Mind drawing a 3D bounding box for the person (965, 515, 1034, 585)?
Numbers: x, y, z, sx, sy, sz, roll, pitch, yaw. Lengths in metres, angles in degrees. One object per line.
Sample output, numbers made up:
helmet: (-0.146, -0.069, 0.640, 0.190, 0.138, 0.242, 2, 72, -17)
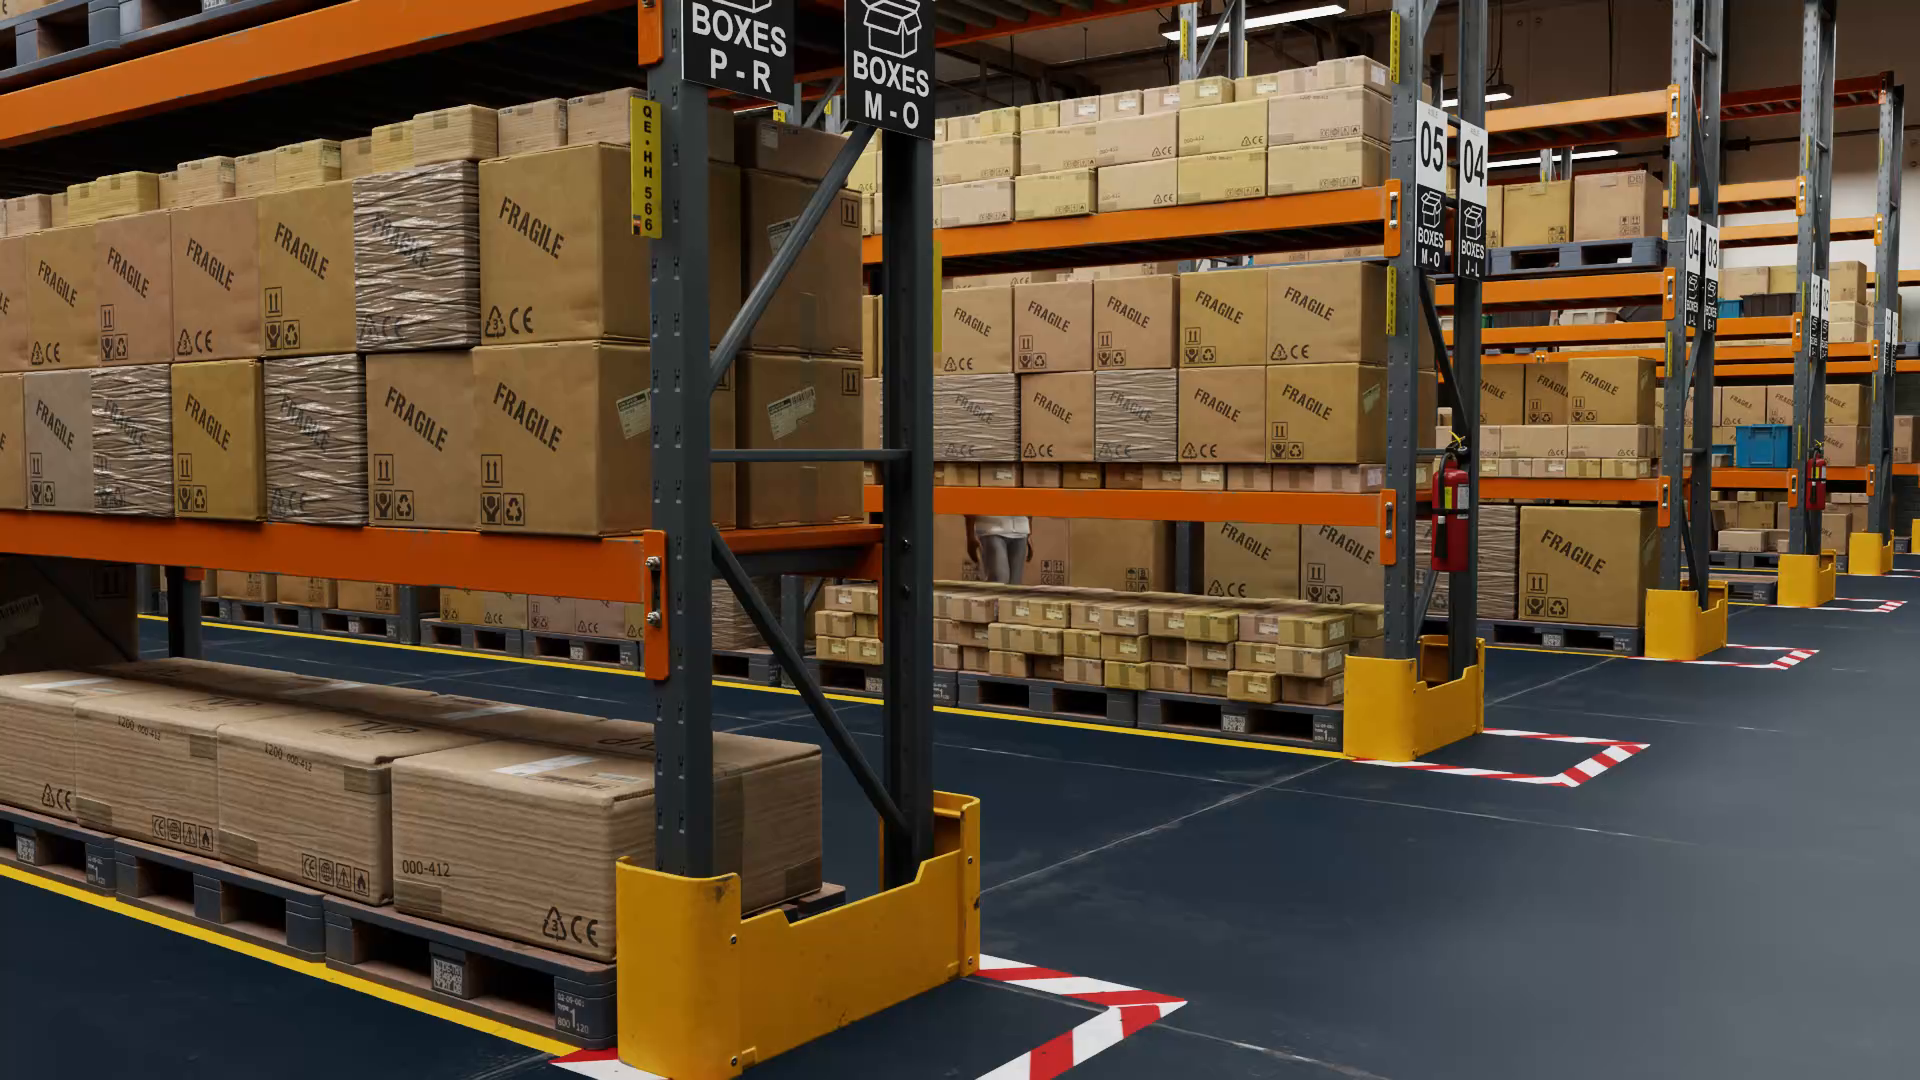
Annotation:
person: (0.359, -0.018, 11.966, 0.577, 1.761, 0.625, -2, 4, -35)
